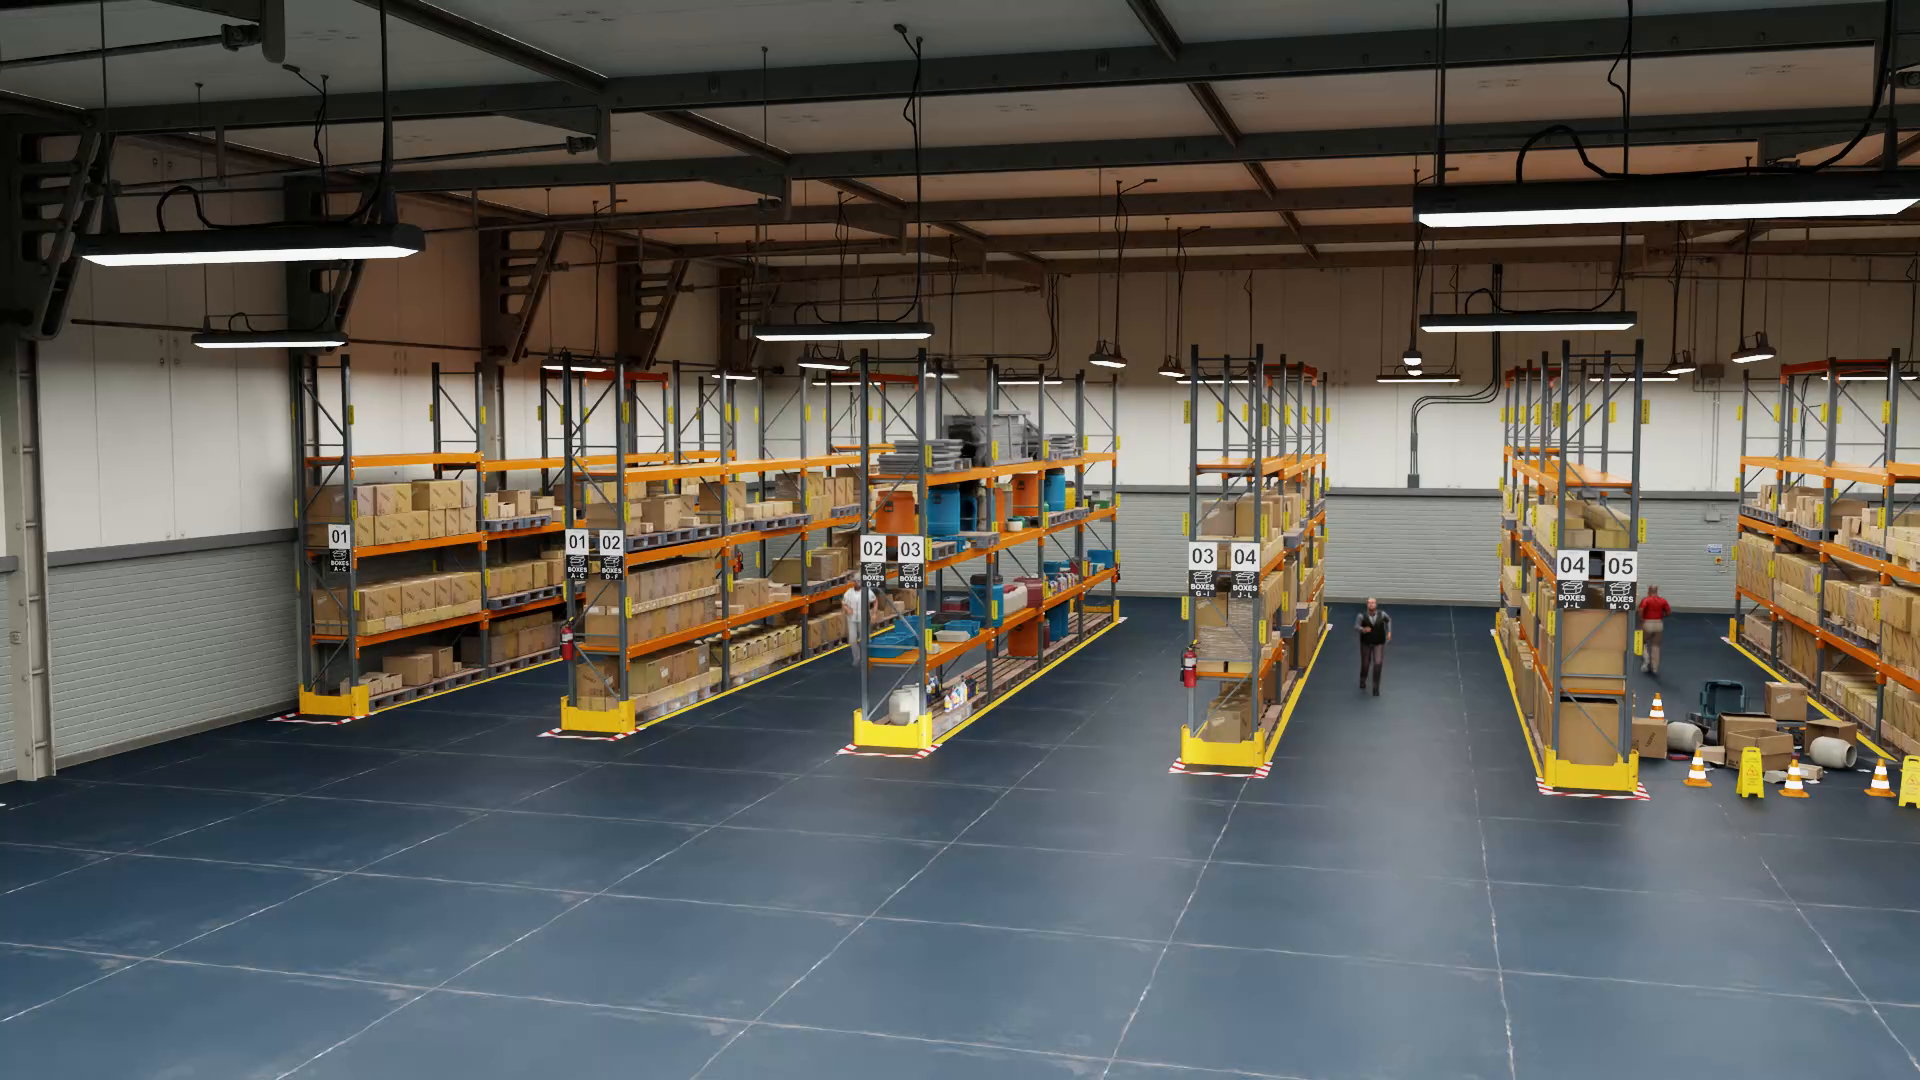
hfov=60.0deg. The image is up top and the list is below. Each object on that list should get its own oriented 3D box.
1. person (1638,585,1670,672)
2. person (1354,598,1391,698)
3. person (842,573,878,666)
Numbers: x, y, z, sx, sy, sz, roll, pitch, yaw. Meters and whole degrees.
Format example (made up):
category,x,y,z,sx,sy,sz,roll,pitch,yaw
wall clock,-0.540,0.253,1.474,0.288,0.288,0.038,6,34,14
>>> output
category,x,y,z,sx,sy,sz,roll,pitch,yaw
person,13.495,1.725,32.458,0.662,1.715,0.643,1,4,7
person,7.401,1.943,29.866,0.666,1.697,0.907,1,4,12
person,-1.903,1.505,31.290,0.674,1.764,0.581,0,4,4
